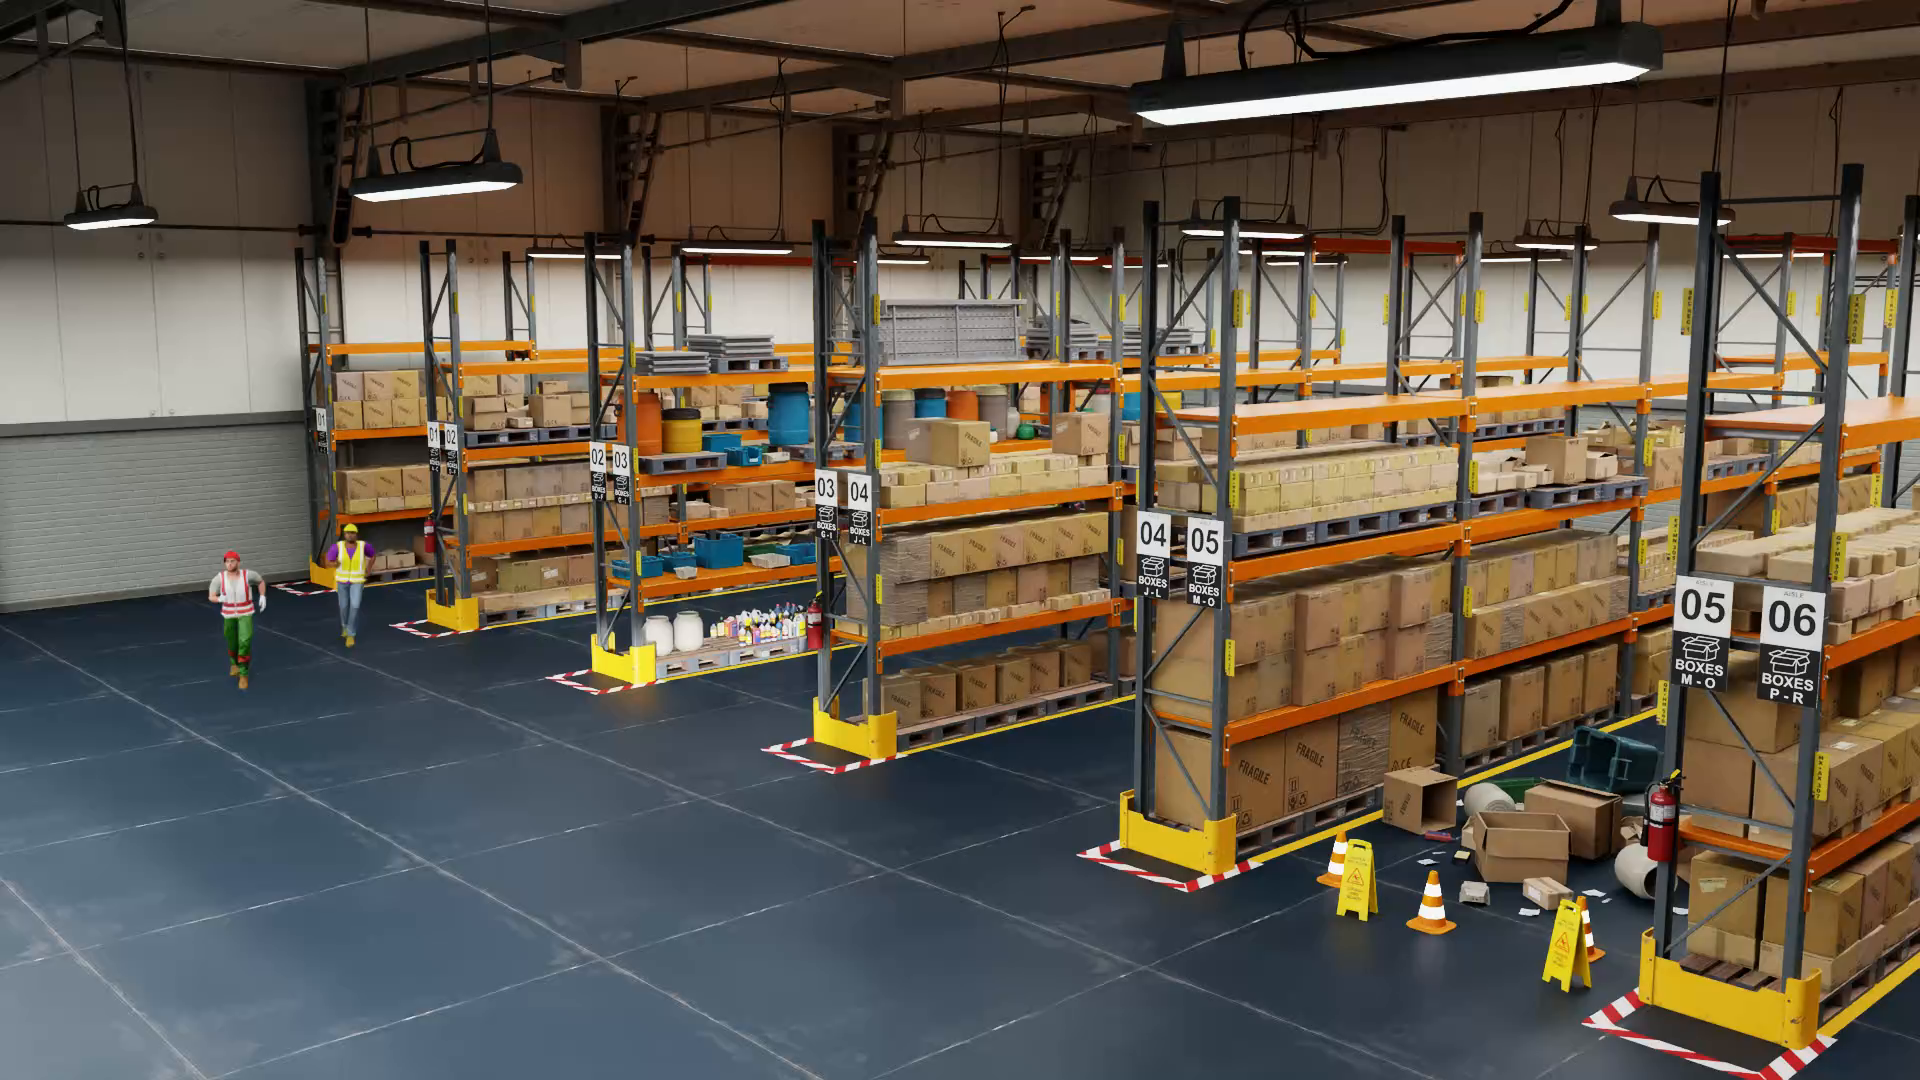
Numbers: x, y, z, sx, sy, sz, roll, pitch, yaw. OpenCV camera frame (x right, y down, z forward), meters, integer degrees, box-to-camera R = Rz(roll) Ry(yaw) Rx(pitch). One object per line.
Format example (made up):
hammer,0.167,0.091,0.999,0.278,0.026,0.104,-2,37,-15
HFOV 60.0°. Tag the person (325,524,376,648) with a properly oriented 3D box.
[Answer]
person,-9.104,0.649,24.865,0.697,1.813,0.862,-2,9,-13

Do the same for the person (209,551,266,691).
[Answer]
person,-9.634,1.031,22.221,0.676,1.827,0.932,-2,9,-15
